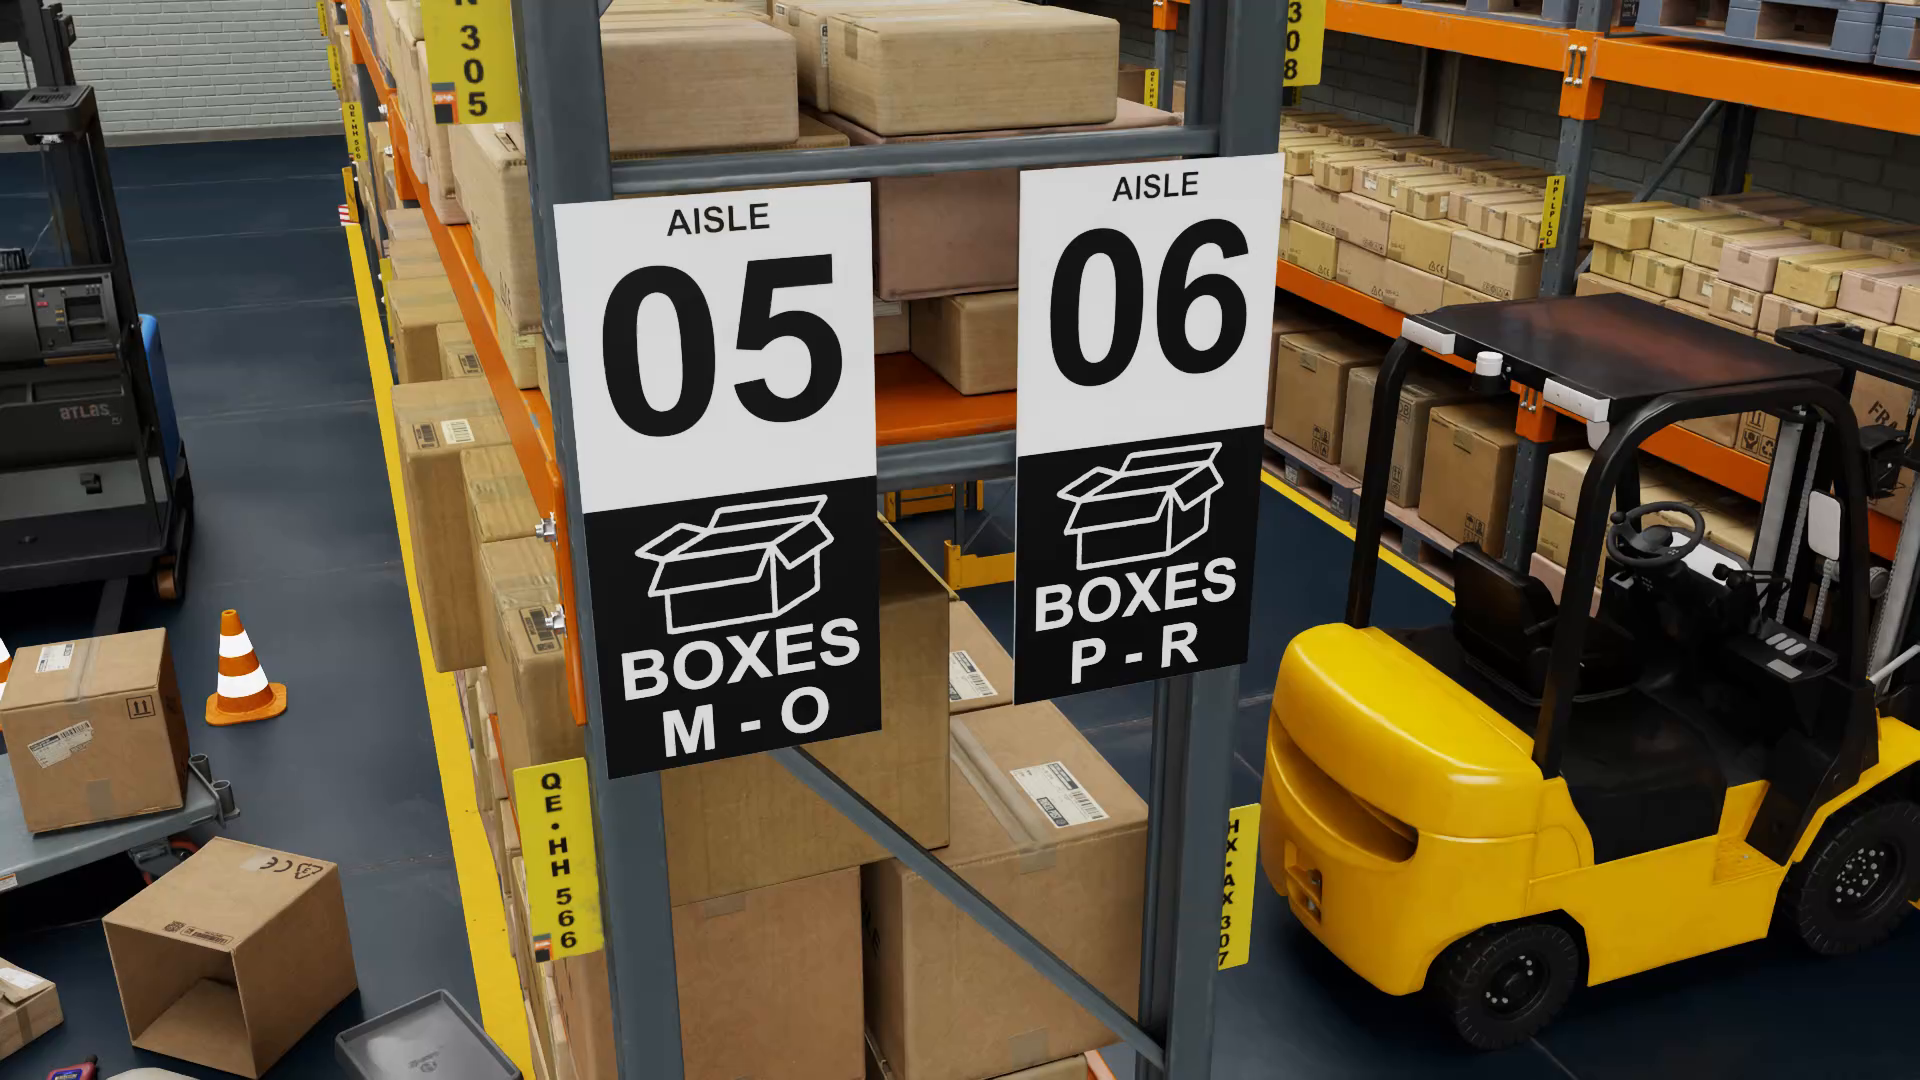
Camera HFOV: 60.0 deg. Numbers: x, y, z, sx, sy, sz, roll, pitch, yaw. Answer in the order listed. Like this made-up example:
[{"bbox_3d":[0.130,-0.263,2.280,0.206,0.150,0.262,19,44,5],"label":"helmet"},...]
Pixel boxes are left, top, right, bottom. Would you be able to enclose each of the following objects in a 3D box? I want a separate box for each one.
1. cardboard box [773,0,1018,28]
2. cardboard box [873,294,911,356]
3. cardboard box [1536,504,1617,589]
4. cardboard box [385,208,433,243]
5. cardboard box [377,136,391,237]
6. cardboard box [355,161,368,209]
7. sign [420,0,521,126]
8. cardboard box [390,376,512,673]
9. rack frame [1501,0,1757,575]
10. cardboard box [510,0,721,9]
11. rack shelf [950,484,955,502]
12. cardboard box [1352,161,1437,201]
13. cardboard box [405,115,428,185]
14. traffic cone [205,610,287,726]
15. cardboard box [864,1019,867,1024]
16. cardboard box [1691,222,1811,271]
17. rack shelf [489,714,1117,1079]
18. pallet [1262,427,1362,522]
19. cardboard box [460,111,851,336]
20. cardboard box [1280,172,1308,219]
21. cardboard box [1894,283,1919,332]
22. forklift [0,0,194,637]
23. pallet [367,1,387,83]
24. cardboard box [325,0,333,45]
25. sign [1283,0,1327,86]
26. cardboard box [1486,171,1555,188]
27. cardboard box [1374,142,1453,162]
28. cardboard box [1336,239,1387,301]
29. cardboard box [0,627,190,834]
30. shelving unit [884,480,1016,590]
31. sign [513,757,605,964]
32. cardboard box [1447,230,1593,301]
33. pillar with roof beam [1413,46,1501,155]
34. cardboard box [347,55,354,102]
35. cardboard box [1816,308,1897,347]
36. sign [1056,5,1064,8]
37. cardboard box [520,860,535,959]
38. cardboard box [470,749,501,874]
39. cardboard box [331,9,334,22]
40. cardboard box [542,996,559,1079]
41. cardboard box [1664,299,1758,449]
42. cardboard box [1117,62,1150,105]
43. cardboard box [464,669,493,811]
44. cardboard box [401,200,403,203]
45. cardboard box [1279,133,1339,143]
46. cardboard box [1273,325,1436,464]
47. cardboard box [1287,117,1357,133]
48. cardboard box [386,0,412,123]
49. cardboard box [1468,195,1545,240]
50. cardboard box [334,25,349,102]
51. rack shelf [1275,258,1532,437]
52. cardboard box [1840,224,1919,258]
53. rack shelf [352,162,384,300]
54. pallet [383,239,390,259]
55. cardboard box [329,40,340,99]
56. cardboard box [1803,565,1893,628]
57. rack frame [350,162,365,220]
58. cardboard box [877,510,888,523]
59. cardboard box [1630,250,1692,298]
[{"bbox_3d":[-0.118,-0.906,2.972,0.380,0.149,0.250,-8,24,-19],"label":"cardboard box"},{"bbox_3d":[-0.038,-0.441,2.895,0.380,0.149,0.250,-9,25,-21],"label":"cardboard box"},{"bbox_3d":[3.063,-0.001,7.745,0.500,0.250,0.500,-8,24,-19],"label":"cardboard box"},{"bbox_3d":[-1.509,-0.834,5.567,0.700,0.500,0.500,-9,24,-20],"label":"cardboard box"},{"bbox_3d":[-2.741,-1.826,8.668,0.500,0.500,0.500,-7,24,-16],"label":"cardboard box"},{"bbox_3d":[-3.861,-2.462,11.422,0.500,0.250,0.500,-9,24,-20],"label":"cardboard box"},{"bbox_3d":[-0.575,-0.648,1.922,0.100,0.325,0.005,-8,24,-19],"label":"sign"},{"bbox_3d":[-0.881,-0.082,3.783,0.700,0.500,0.500,-9,24,-20],"label":"cardboard box"},{"bbox_3d":[3.181,-1.062,7.908,1.000,3.000,0.127,-8,24,-19],"label":"rack frame"},{"bbox_3d":[-0.607,-0.832,2.796,0.380,0.149,0.250,-9,24,-20],"label":"cardboard box"},{"bbox_3d":[0.030,-0.494,8.955,0.538,0.185,1.000,-8,24,-19],"label":"rack shelf"},{"bbox_3d":[2.373,-1.961,9.076,0.380,0.149,0.250,-8,24,-19],"label":"cardboard box"},{"bbox_3d":[-1.208,-1.019,4.266,0.380,0.149,0.250,-9,24,-20],"label":"cardboard box"},{"bbox_3d":[-3.209,0.531,7.394,0.336,0.463,0.334,-8,24,-19],"label":"traffic cone"},{"bbox_3d":[-0.077,0.948,3.462,0.380,0.149,0.250,-8,24,-18],"label":"cardboard box"},{"bbox_3d":[3.291,-1.213,6.920,0.380,0.149,0.250,-9,24,-20],"label":"cardboard box"},{"bbox_3d":[-0.755,0.679,4.704,1.077,0.370,4.000,-8,24,-19],"label":"rack shelf"},{"bbox_3d":[2.449,-0.483,10.125,1.003,0.211,1.213,-8,24,-19],"label":"pallet"},{"bbox_3d":[-0.481,-0.525,2.582,0.500,0.250,0.500,-9,24,-20],"label":"cardboard box"},{"bbox_3d":[2.040,-2.107,9.937,0.500,0.250,0.500,-9,24,-20],"label":"cardboard box"},{"bbox_3d":[3.650,-0.842,6.039,0.380,0.149,0.250,-8,24,-19],"label":"cardboard box"},{"bbox_3d":[-4.611,-1.080,8.039,1.130,2.935,3.031,-8,24,-19],"label":"forklift"},{"bbox_3d":[-1.580,-1.914,6.309,1.213,0.211,1.003,-8,24,-19],"label":"pallet"},{"bbox_3d":[-5.609,-4.846,15.470,0.500,0.500,0.500,-9,24,-20],"label":"cardboard box"},{"bbox_3d":[0.459,-0.786,2.265,0.100,0.325,0.005,-8,24,-19],"label":"sign"},{"bbox_3d":[3.014,-1.850,8.812,0.380,0.149,0.250,-9,24,-20],"label":"cardboard box"},{"bbox_3d":[2.632,-2.215,9.679,0.380,0.149,0.250,-8,24,-17],"label":"cardboard box"},{"bbox_3d":[2.428,-1.507,9.156,0.500,0.250,0.500,-8,24,-19],"label":"cardboard box"},{"bbox_3d":[-3.116,0.678,6.022,0.500,0.500,0.500,-8,24,-19],"label":"cardboard box"},{"bbox_3d":[0.027,-0.663,8.893,0.587,1.500,1.083,-8,24,-19],"label":"shelving unit"},{"bbox_3d":[-0.575,0.464,2.391,0.100,0.325,0.005,-8,24,-19],"label":"sign"},{"bbox_3d":[2.768,-1.367,8.180,0.500,0.250,0.500,-9,24,-20],"label":"cardboard box"},{"bbox_3d":[-0.956,-4.339,7.959,9.100,9.000,0.400,-8,24,-19],"label":"pillar with roof beam"},{"bbox_3d":[-3.660,-2.858,10.754,0.500,0.500,0.500,-8,24,-19],"label":"cardboard box"},{"bbox_3d":[3.473,-0.786,6.289,0.380,0.149,0.250,-9,25,-21],"label":"cardboard box"},{"bbox_3d":[0.873,-4.580,14.763,0.100,0.325,0.005,-8,24,-19],"label":"sign"},{"bbox_3d":[-0.945,0.936,4.367,0.380,0.149,0.250,-7,24,-17],"label":"cardboard box"},{"bbox_3d":[-1.506,0.945,6.144,0.500,0.250,0.500,-10,25,-21],"label":"cardboard box"},{"bbox_3d":[-4.884,-4.112,13.728,0.500,0.500,0.500,-9,24,-20],"label":"cardboard box"},{"bbox_3d":[-0.763,1.357,4.202,0.500,0.500,0.500,-7,24,-17],"label":"cardboard box"},{"bbox_3d":[3.293,-0.724,6.977,0.500,0.500,0.500,-8,24,-18],"label":"cardboard box"},{"bbox_3d":[1.018,-3.324,12.601,0.797,0.503,0.637,-9,24,-20],"label":"cardboard box"},{"bbox_3d":[-1.506,0.600,5.999,0.500,0.500,0.500,-7,24,-16],"label":"cardboard box"},{"bbox_3d":[-2.210,-1.537,7.147,0.380,0.149,0.250,-9,25,-21],"label":"cardboard box"},{"bbox_3d":[2.036,-2.337,9.969,0.380,0.149,0.250,-8,24,-18],"label":"cardboard box"},{"bbox_3d":[2.452,-0.905,10.052,0.875,0.625,0.625,-9,25,-21],"label":"cardboard box"},{"bbox_3d":[2.303,-2.588,10.564,0.380,0.149,0.250,-8,24,-19],"label":"cardboard box"},{"bbox_3d":[-1.207,-1.262,4.331,0.500,0.250,0.500,-8,24,-19],"label":"cardboard box"},{"bbox_3d":[2.744,-1.592,8.201,0.380,0.149,0.250,-9,24,-20],"label":"cardboard box"},{"bbox_3d":[-4.401,-3.594,12.499,0.500,0.500,0.500,-8,24,-18],"label":"cardboard box"},{"bbox_3d":[2.474,-1.457,9.771,1.077,0.370,4.000,-8,24,-19],"label":"rack shelf"},{"bbox_3d":[3.879,-1.196,6.879,0.380,0.149,0.250,-9,24,-20],"label":"cardboard box"},{"bbox_3d":[-3.581,-2.228,11.601,1.077,0.370,4.000,-8,24,-19],"label":"rack shelf"},{"bbox_3d":[-2.523,-1.500,9.194,1.213,0.211,1.003,-8,24,-19],"label":"pallet"},{"bbox_3d":[-5.800,-4.572,16.107,0.500,0.500,0.500,-9,24,-19],"label":"cardboard box"},{"bbox_3d":[3.594,0.328,6.322,0.500,0.250,0.500,-9,24,-20],"label":"cardboard box"},{"bbox_3d":[-5.701,-4.740,16.633,1.000,3.000,0.127,-8,24,-19],"label":"rack frame"},{"bbox_3d":[-0.511,0.124,4.582,0.500,0.500,0.500,-9,24,-20],"label":"cardboard box"},{"bbox_3d":[3.140,-1.161,7.179,0.380,0.149,0.250,-8,24,-18],"label":"cardboard box"}]
